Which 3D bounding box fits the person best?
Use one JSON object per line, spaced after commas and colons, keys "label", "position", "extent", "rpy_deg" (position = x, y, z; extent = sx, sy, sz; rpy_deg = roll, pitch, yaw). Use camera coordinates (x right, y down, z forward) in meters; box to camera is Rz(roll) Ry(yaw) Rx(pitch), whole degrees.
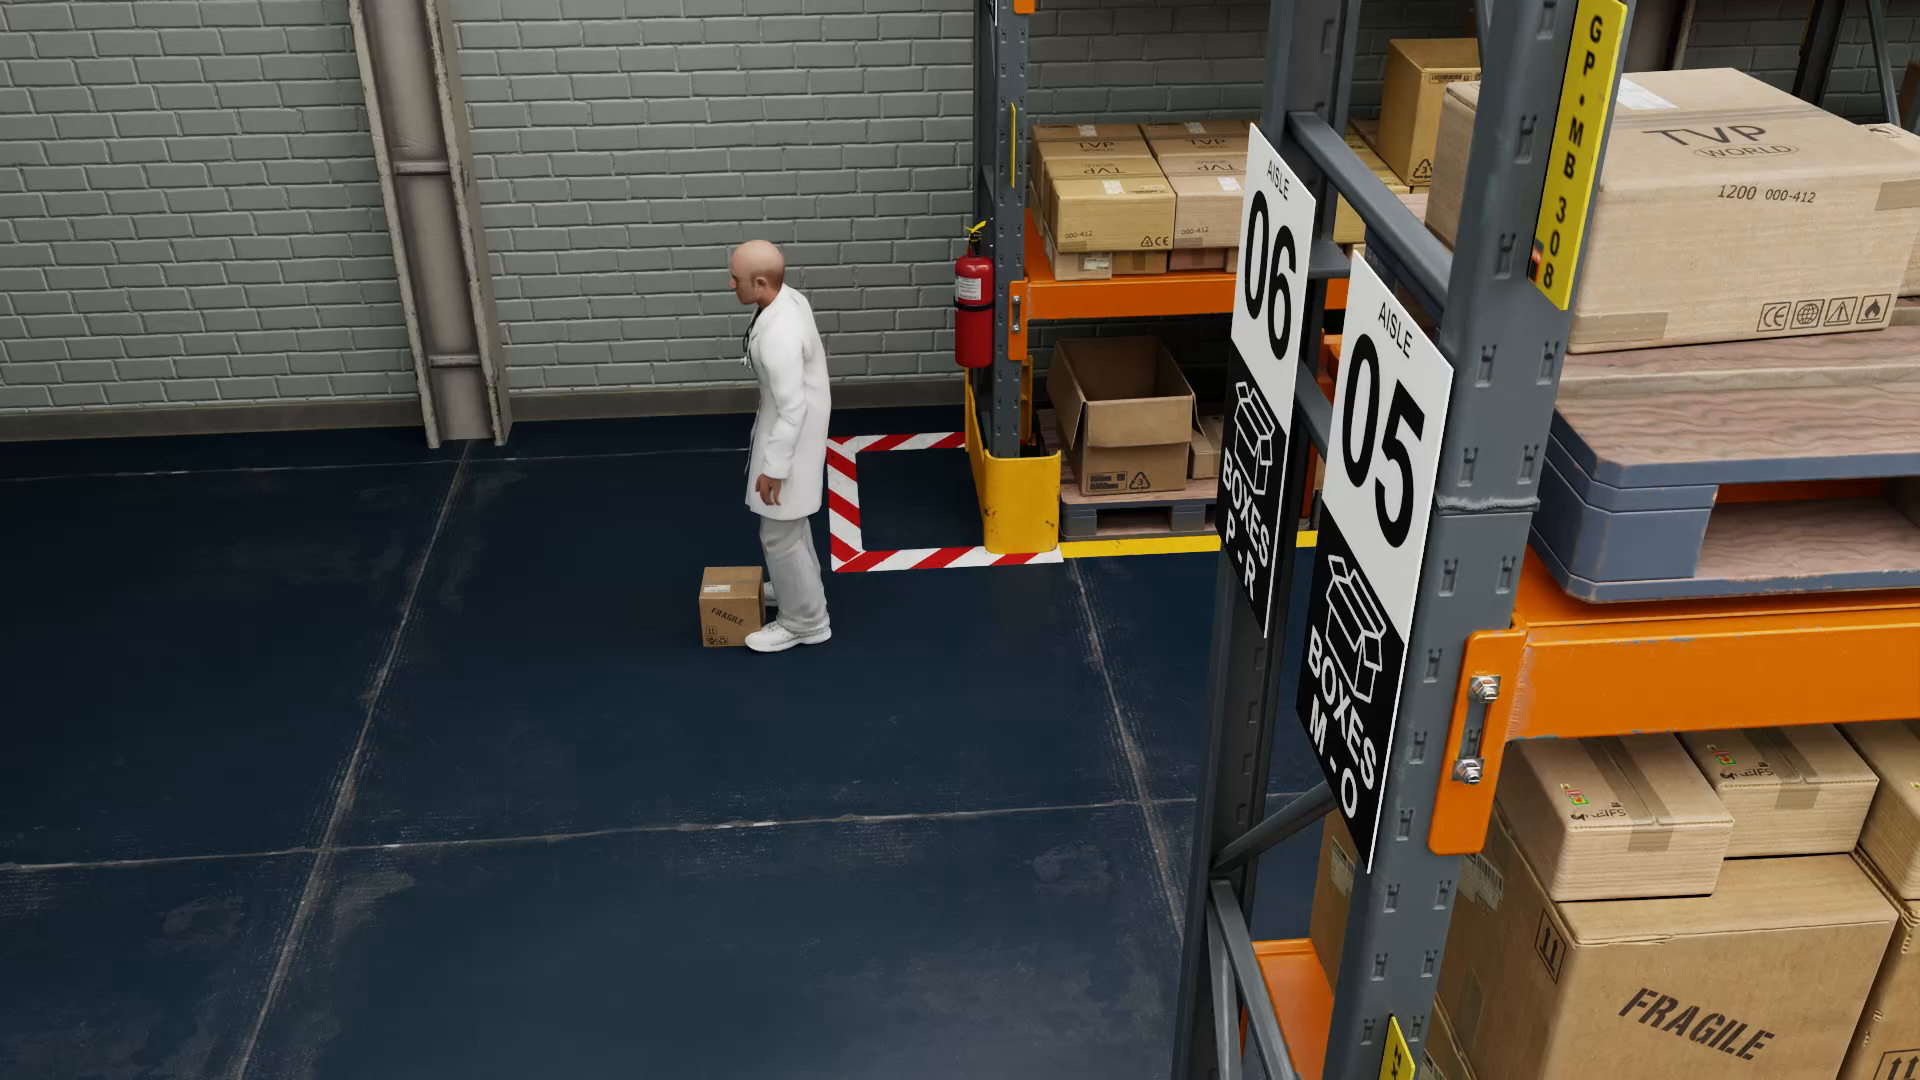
{"label": "person", "position": [-0.732, -0.386, 6.796], "extent": [0.420, 1.774, 0.644], "rpy_deg": [-2, 31, -4]}
